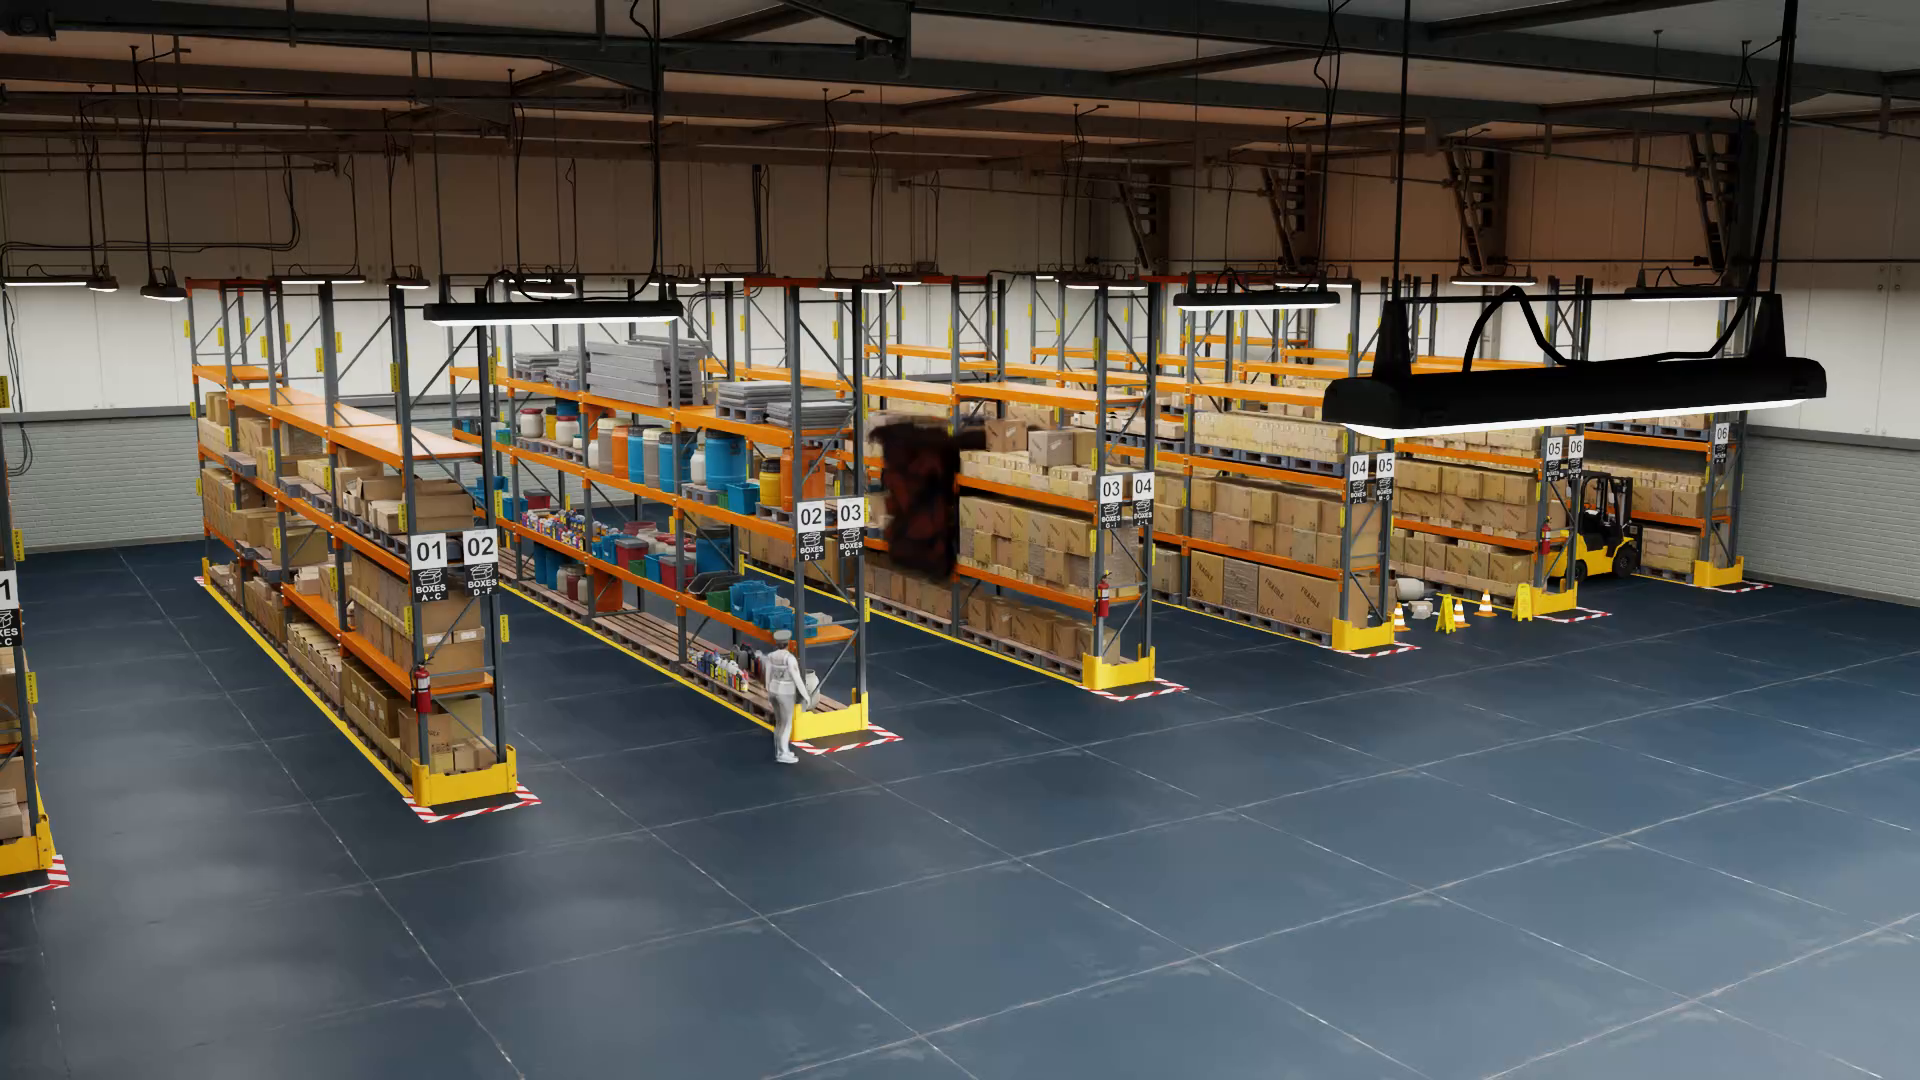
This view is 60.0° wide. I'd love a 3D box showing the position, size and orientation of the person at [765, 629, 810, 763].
[{"bbox_3d":[-2.189,1.986,21.159,0.431,1.698,0.513,-7,12,-37],"label":"person"}]
